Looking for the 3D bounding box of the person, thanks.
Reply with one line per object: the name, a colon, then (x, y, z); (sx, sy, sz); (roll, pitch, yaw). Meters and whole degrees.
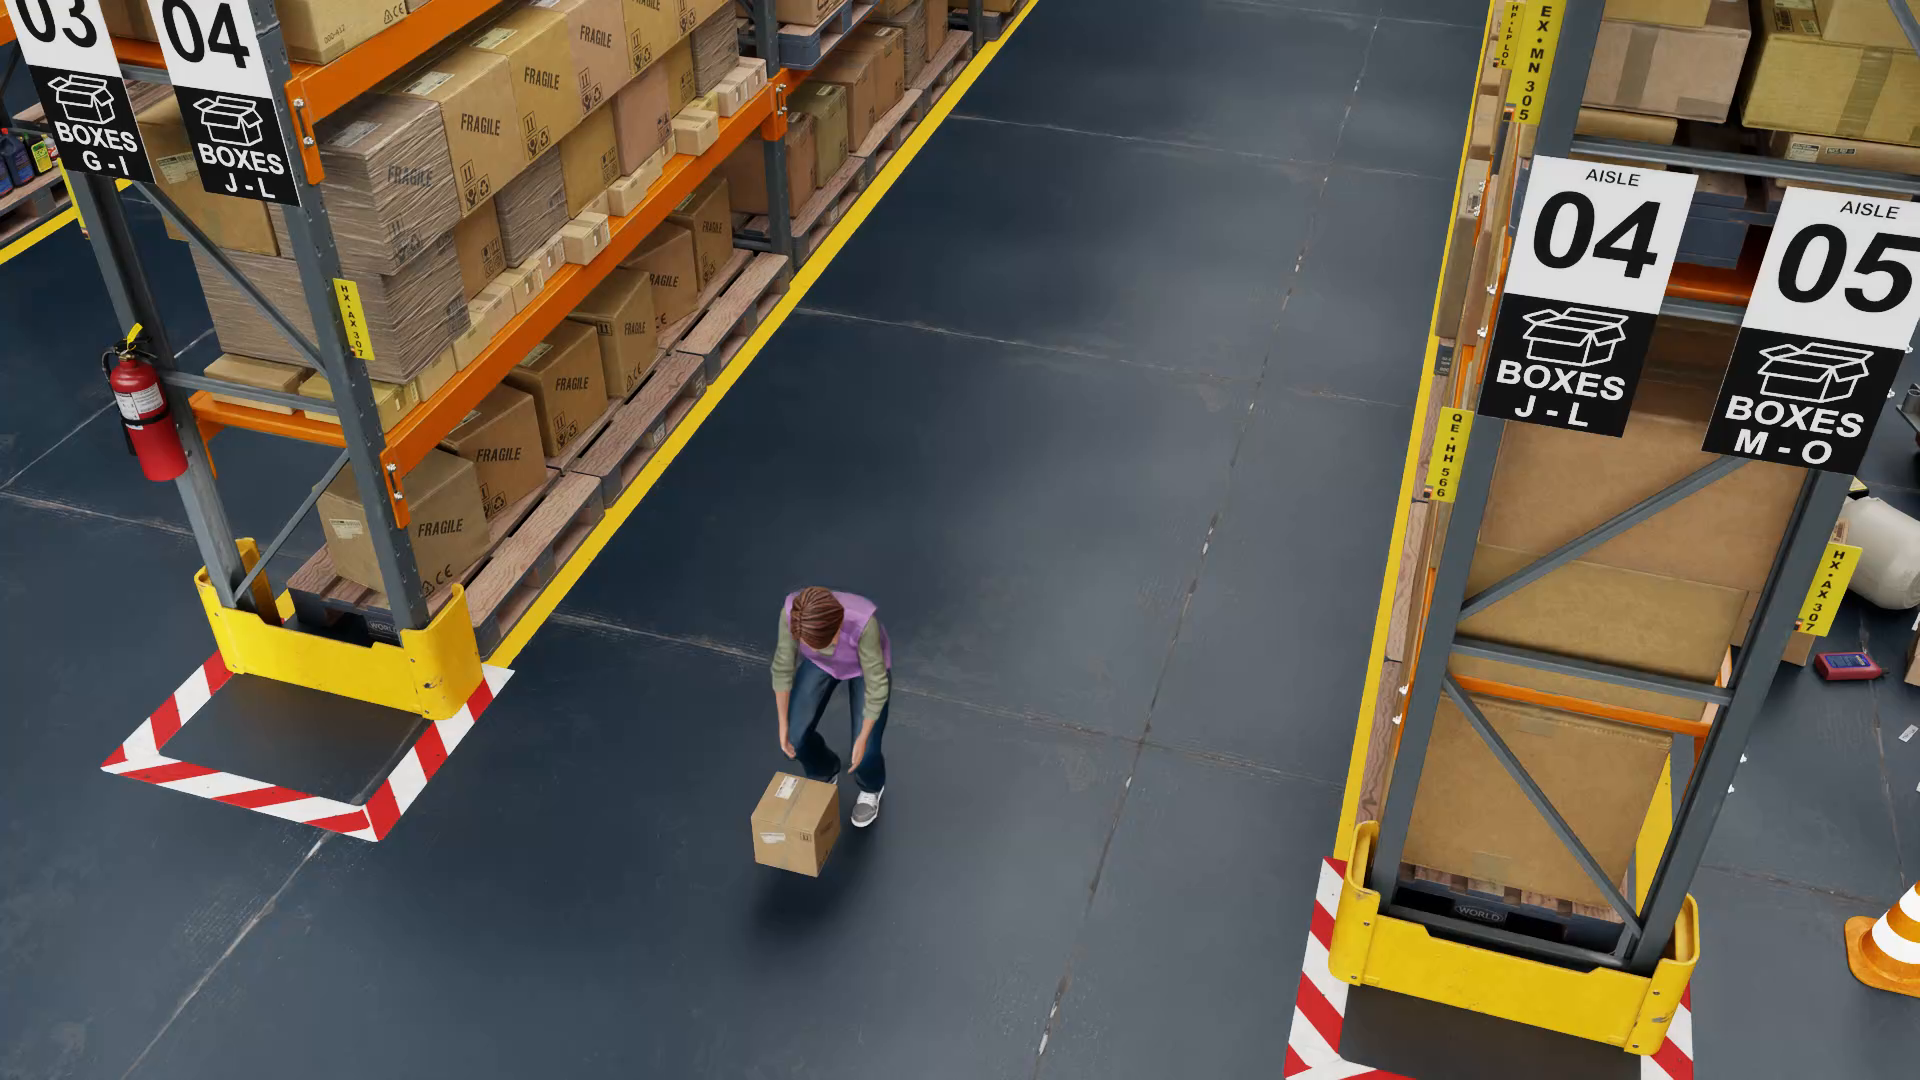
person: (-0.449, 0.578, 6.502); (0.379, 1.170, 0.479); (11, 39, 14)
